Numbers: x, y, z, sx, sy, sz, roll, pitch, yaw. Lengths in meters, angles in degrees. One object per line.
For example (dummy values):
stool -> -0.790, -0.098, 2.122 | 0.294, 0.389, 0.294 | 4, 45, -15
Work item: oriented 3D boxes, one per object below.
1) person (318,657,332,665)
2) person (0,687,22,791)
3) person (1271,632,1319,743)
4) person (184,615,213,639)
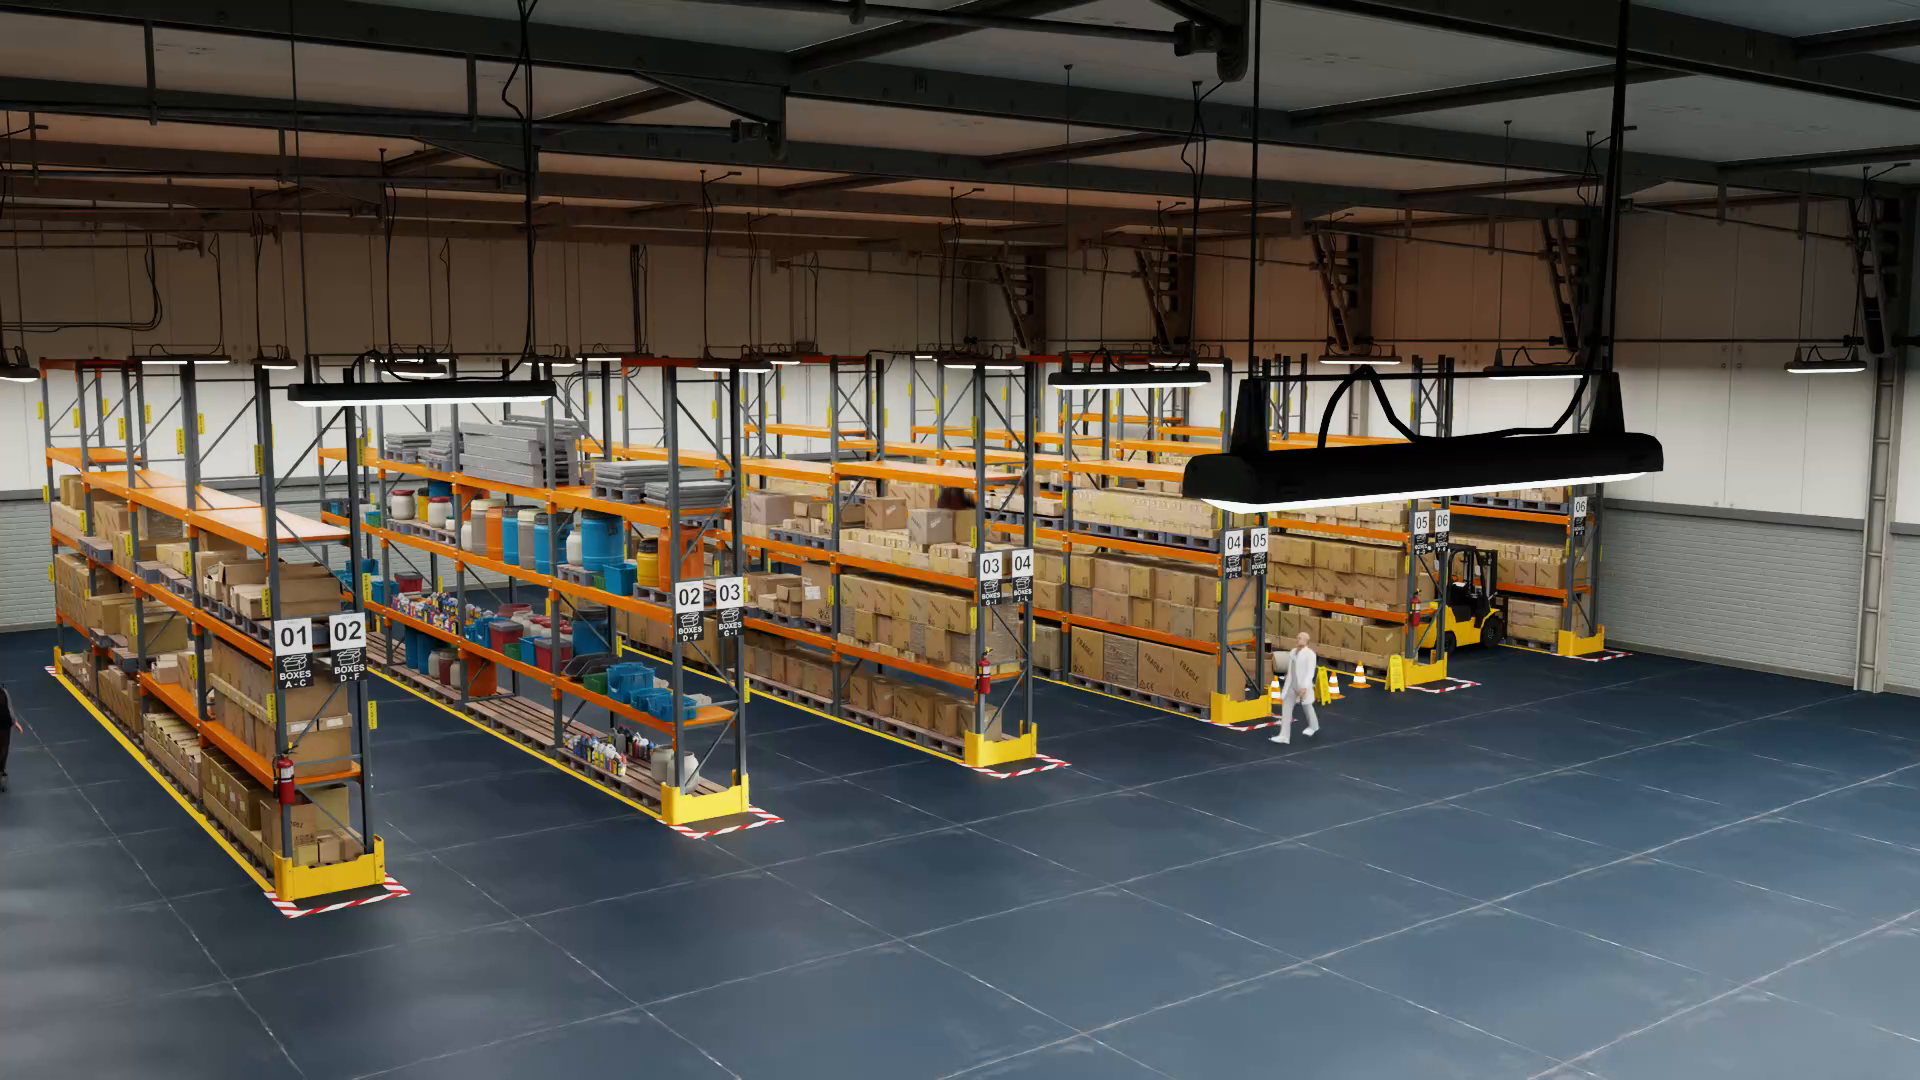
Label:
person -> -9.913, 2.331, 25.895 | 1.019, 1.728, 0.516 | 7, 10, 44
person -> -13.703, 2.684, 23.565 | 0.695, 1.678, 1.066 | -6, 9, -40
person -> 5.358, 2.322, 26.273 | 0.543, 1.731, 1.118 | 4, 8, 31
person -> -14.854, 1.587, 32.642 | 0.707, 1.808, 0.878 | -5, 8, -34
